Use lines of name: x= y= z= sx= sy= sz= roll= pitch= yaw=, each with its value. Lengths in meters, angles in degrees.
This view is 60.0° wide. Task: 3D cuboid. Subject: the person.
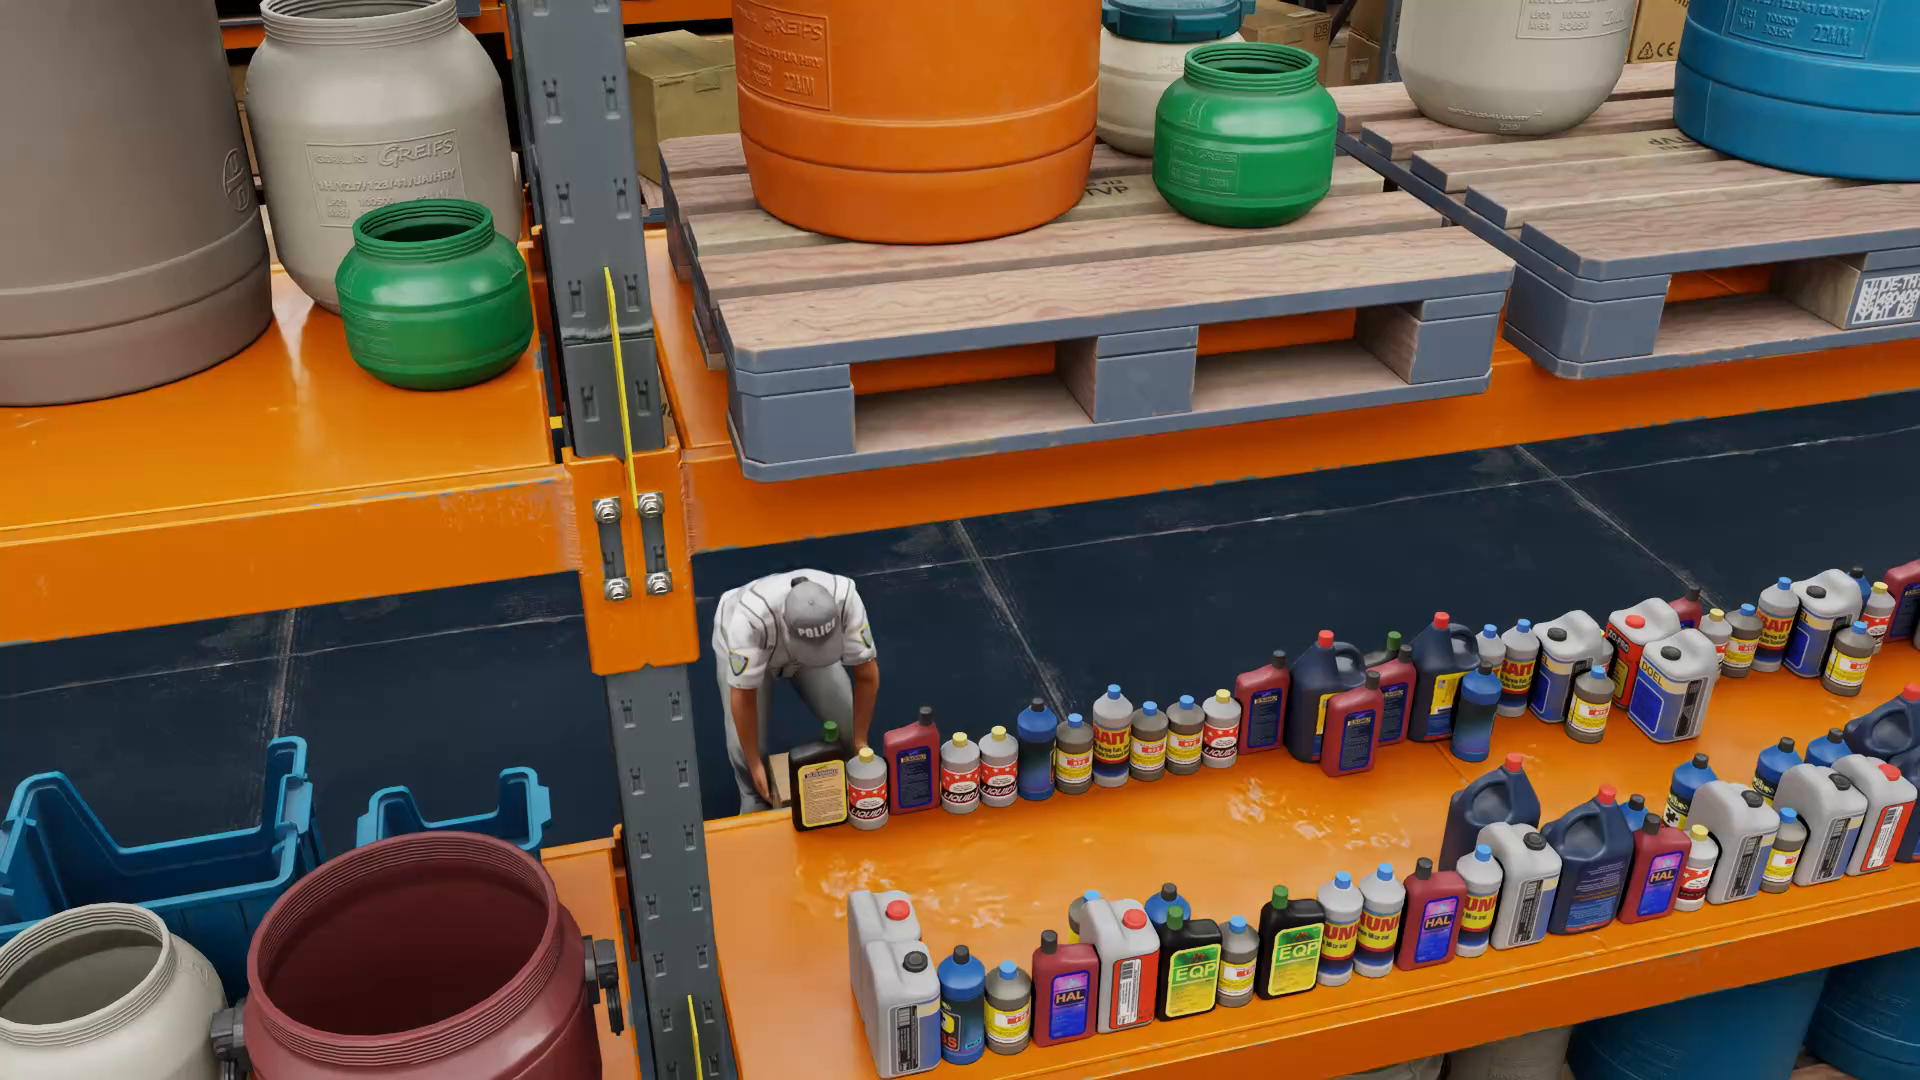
person: x=-0.575 y=0.497 z=5.814 sx=0.535 sy=1.133 sz=0.822 roll=-8 pitch=31 yaw=-13
